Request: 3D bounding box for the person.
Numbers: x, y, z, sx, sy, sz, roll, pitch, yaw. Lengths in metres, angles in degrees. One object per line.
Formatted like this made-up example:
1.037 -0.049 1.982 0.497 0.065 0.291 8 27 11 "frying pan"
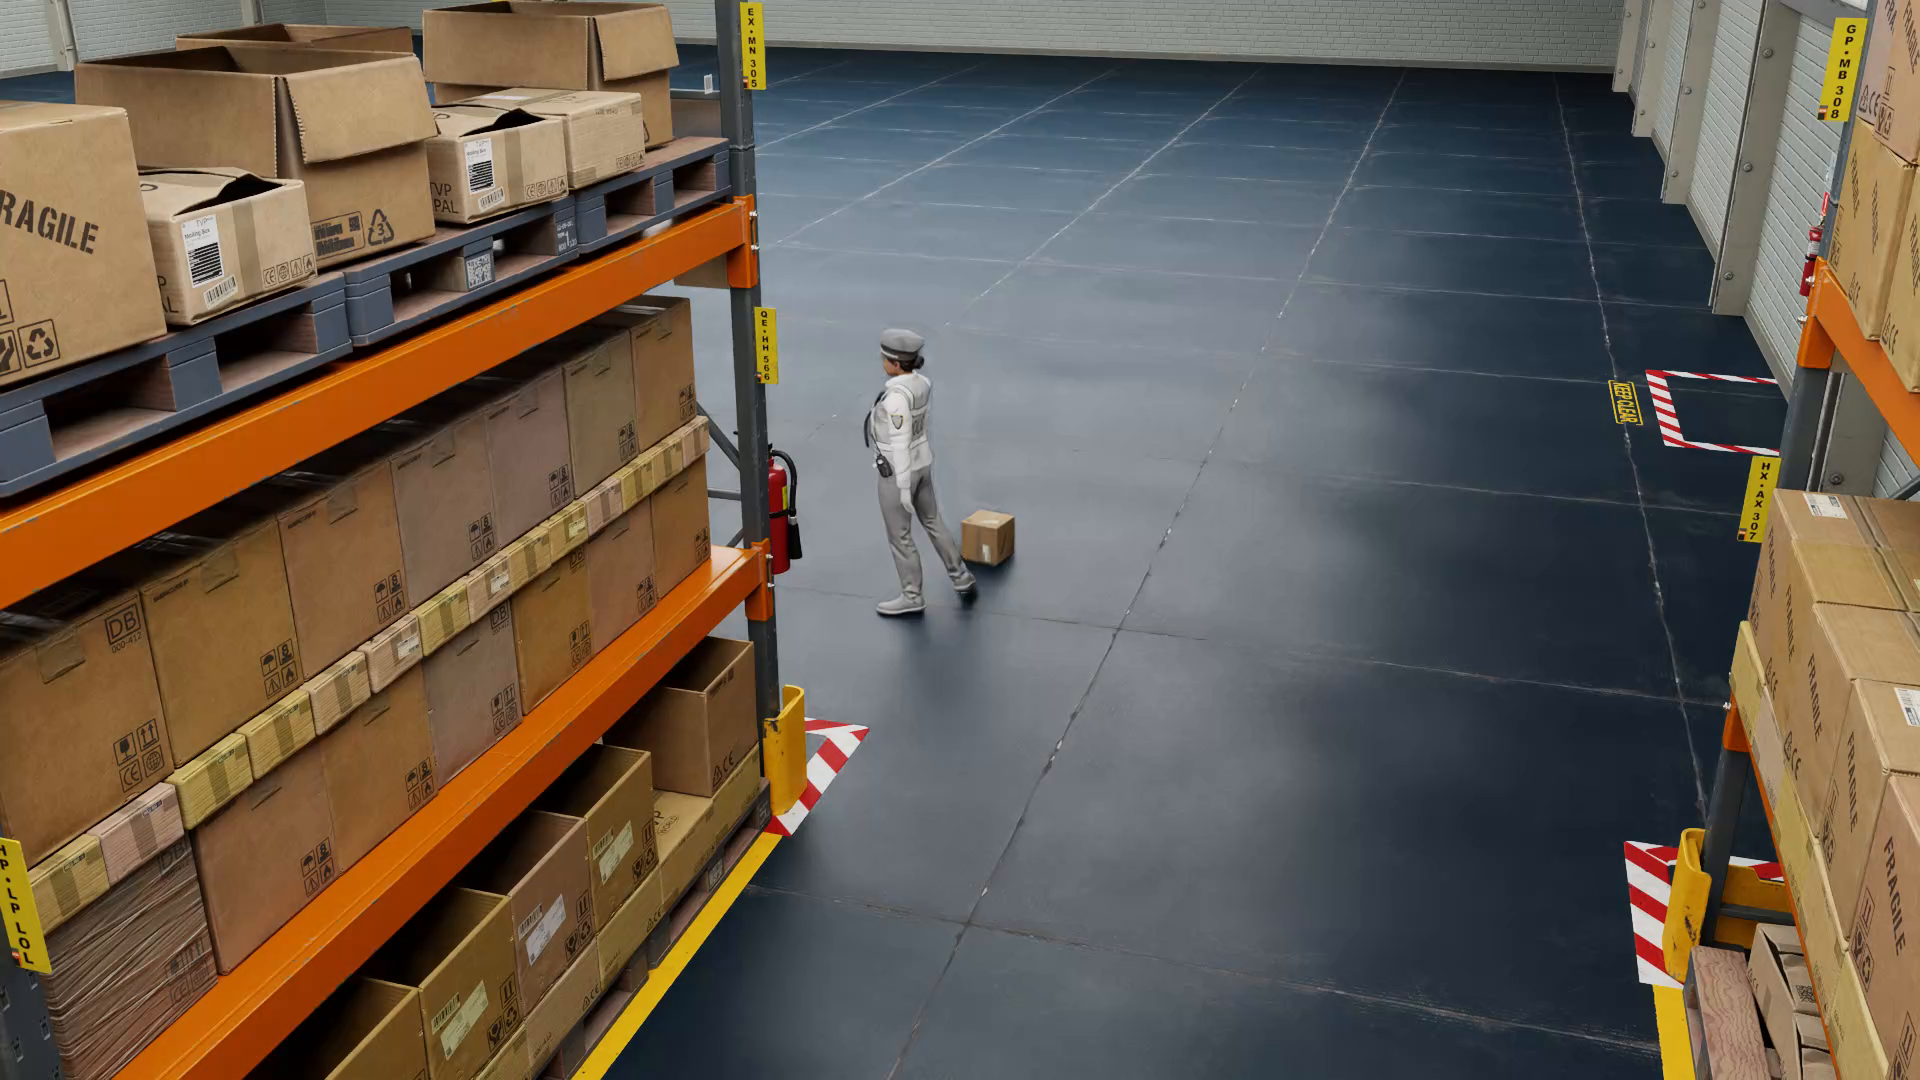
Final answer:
-0.207 -0.400 9.563 0.483 1.669 0.670 10 24 24 "person"
